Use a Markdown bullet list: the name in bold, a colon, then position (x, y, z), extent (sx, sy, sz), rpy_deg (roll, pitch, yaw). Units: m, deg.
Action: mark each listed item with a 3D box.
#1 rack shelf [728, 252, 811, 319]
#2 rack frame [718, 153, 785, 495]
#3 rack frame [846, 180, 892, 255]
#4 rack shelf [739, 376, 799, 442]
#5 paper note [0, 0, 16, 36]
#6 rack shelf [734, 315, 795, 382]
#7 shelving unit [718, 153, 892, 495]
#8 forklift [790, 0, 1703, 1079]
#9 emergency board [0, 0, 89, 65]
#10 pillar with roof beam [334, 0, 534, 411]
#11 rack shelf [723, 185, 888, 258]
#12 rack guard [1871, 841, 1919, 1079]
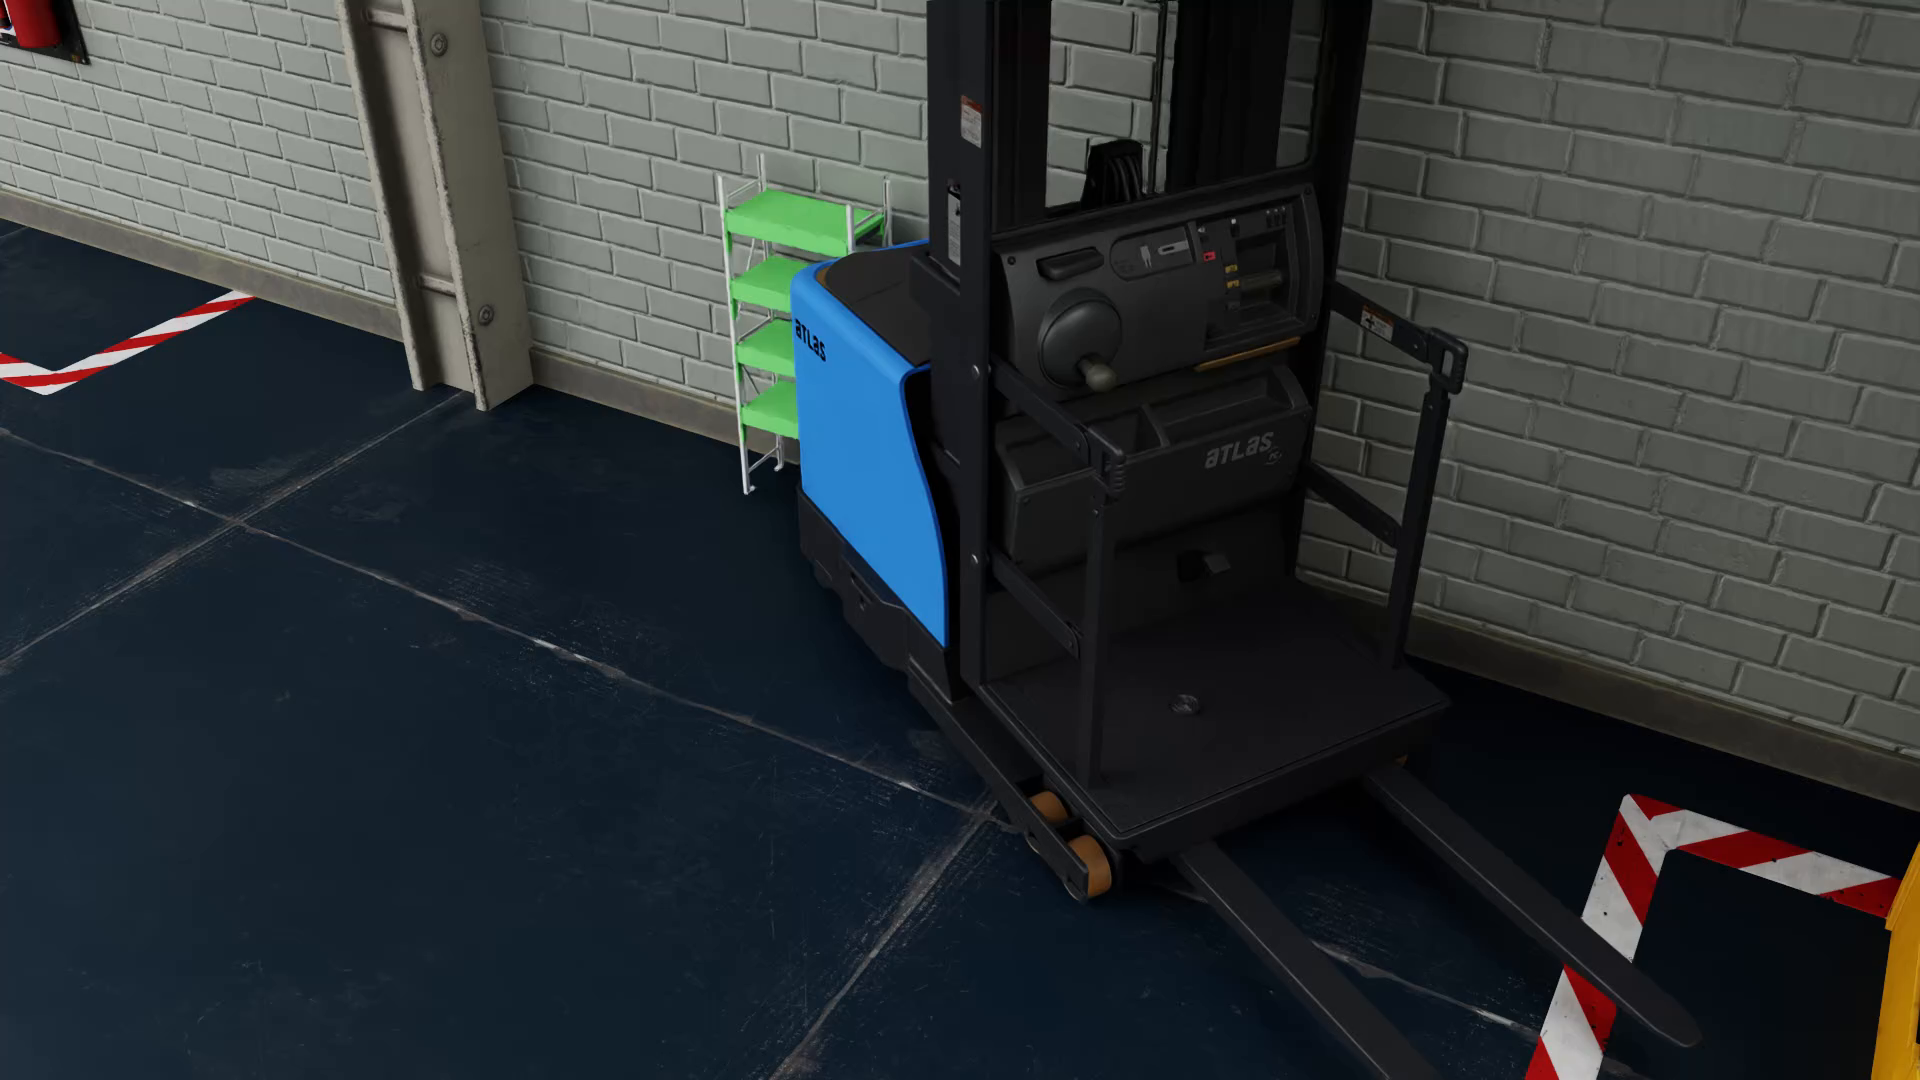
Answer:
- **rack shelf**: position (-0.500, -0.803, 5.554), extent (0.480, 0.148, 0.258), rpy_deg (17, 37, 24)
- **rack frame**: position (-0.714, -0.722, 5.751), extent (0.015, 1.200, 0.240), rpy_deg (17, 37, 24)
- **rack frame**: position (-0.288, -0.590, 5.553), extent (0.015, 1.200, 0.240), rpy_deg (17, 37, 24)
- **rack shelf**: position (-0.501, -0.403, 5.820), extent (0.480, 0.148, 0.258), rpy_deg (17, 37, 24)
- **paper note**: position (-4.194, -2.292, 7.281), extent (0.142, 0.148, 0.016), rpy_deg (18, 37, 24)
- **rack shelf**: position (-0.501, -0.603, 5.687), extent (0.480, 0.148, 0.258), rpy_deg (17, 37, 24)
- **shelving unit**: position (-0.501, -0.656, 5.652), extent (0.503, 1.200, 0.258), rpy_deg (17, 37, 24)
- **forklift**: position (0.623, -0.572, 3.965), extent (1.130, 2.935, 3.031), rpy_deg (-17, 37, -24)
- **emergency board**: position (-4.075, -2.577, 6.914), extent (0.643, 1.169, 0.194), rpy_deg (18, 37, 24)
- **pillar with roof beam**: position (-4.084, -2.304, 1.092), extent (0.400, 9.000, 9.100), rpy_deg (18, 37, 24)
- **rack shelf**: position (-0.500, -1.003, 5.422), extent (0.480, 0.148, 0.258), rpy_deg (17, 37, 24)
- **rack guard**: position (2.290, 1.056, 3.713), extent (0.348, 0.500, 1.175), rpy_deg (18, 37, 24)
